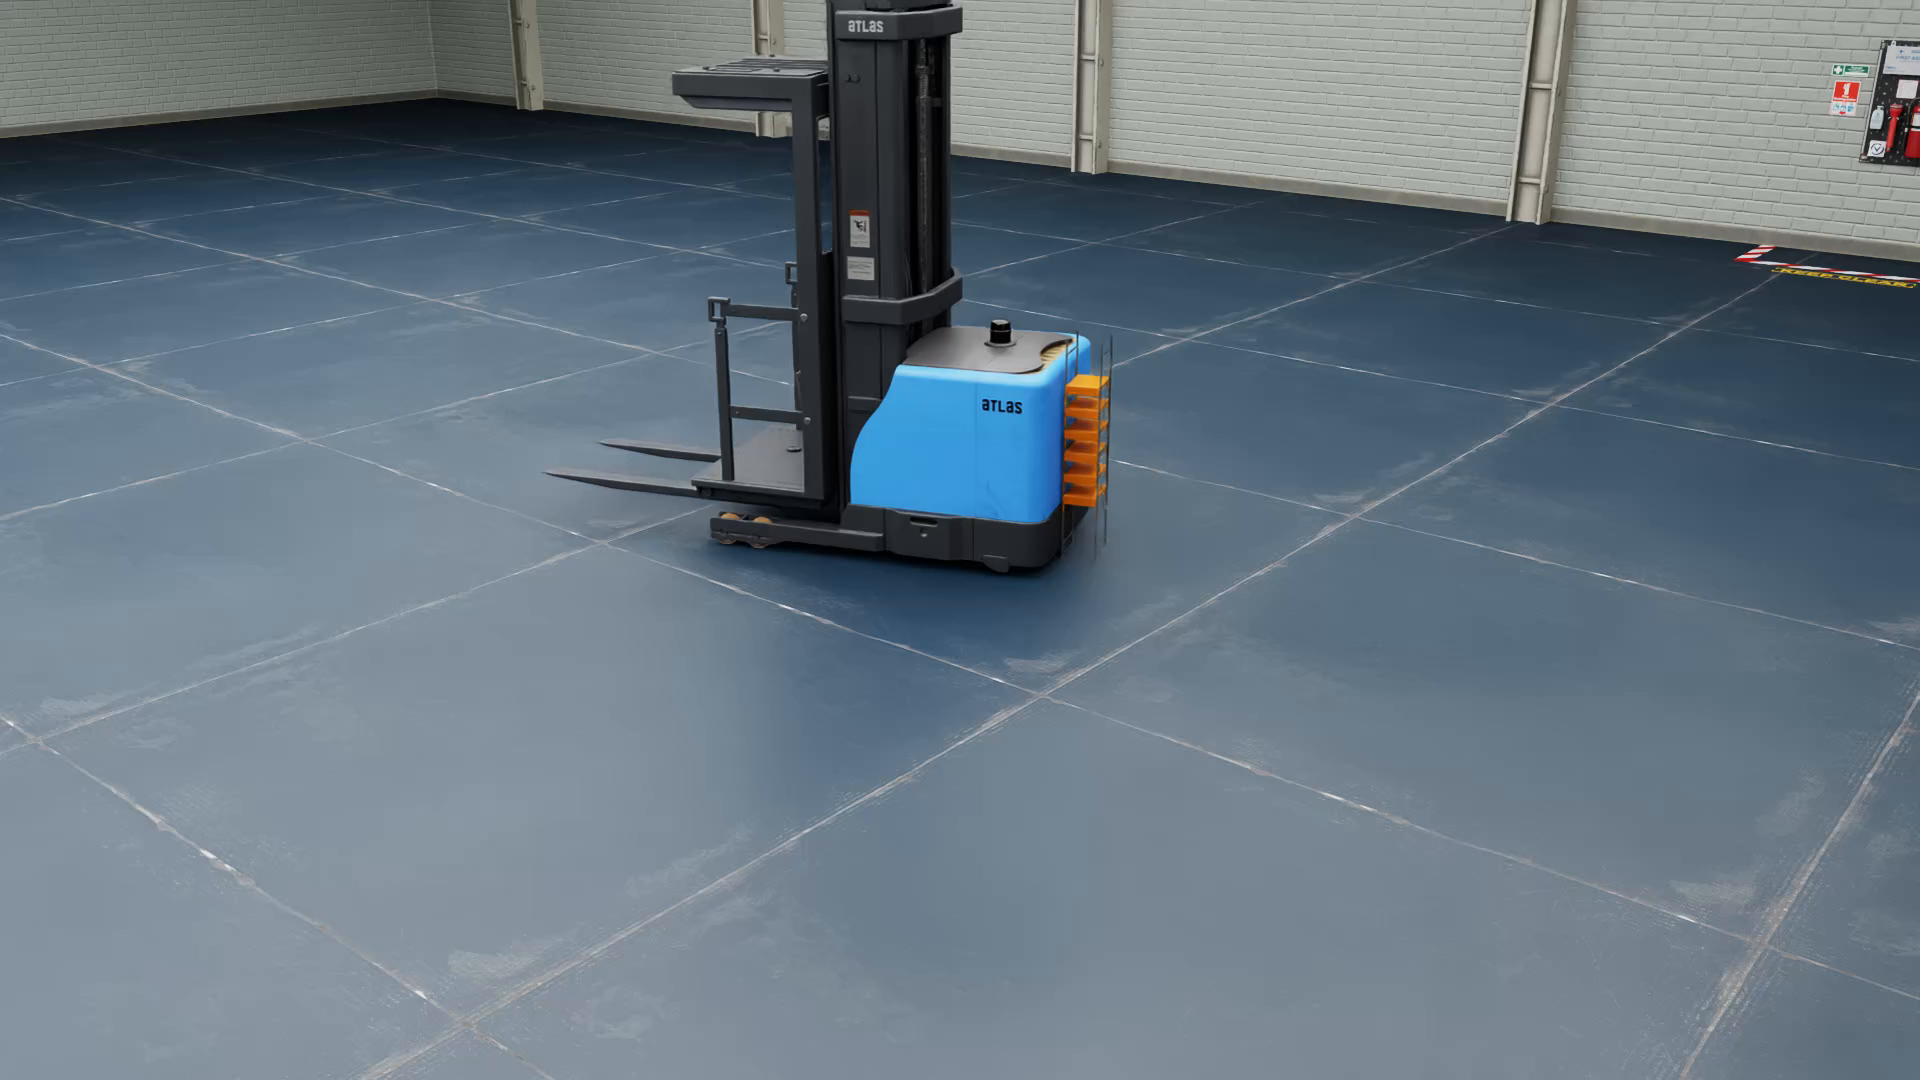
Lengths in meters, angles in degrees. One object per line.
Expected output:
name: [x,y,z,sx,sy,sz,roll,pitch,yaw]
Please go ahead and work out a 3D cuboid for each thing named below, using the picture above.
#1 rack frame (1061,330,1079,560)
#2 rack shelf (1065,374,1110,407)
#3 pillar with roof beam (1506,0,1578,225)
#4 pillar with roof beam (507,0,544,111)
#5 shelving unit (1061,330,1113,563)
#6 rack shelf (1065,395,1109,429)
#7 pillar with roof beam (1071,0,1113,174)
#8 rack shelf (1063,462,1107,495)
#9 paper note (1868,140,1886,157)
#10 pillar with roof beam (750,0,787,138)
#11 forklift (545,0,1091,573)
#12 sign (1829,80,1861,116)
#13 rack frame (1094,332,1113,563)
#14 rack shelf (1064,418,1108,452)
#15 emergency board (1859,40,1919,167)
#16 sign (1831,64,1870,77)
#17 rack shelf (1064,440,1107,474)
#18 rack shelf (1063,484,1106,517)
rack frame: [0.580,-0.497,8.786,0.006,1.200,0.240,7,22,17]
rack shelf: [0.667,-0.782,8.647,0.180,0.103,0.258,7,22,17]
pillar with roof beam: [3.657,-6.619,13.968,0.400,9.000,9.100,16,26,36]
pillar with roof beam: [-10.288,-10.635,24.618,0.400,9.000,9.100,16,26,36]
shelving unit: [0.667,-0.487,8.759,0.189,1.200,0.258,7,22,17]
rack shelf: [0.667,-0.670,8.690,0.180,0.103,0.258,7,22,17]
pillar with roof beam: [-0.991,-7.958,17.518,0.400,9.000,9.100,16,26,36]
rack shelf: [0.667,-0.333,8.817,0.180,0.103,0.258,7,22,17]
paper note: [9.044,-3.859,16.398,0.142,0.148,0.016,16,26,36]
pillar with roof beam: [-5.639,-9.297,21.068,0.400,9.000,9.100,16,26,36]
forklift: [-0.846,-1.495,8.978,3.031,2.935,1.130,7,22,17]
sign: [8.774,-4.381,16.483,0.234,0.329,0.001,16,26,36]
rack frame: [0.754,-0.477,8.732,0.006,1.200,0.240,7,22,17]
rack shelf: [0.667,-0.558,8.732,0.180,0.103,0.258,7,22,17]
emergency board: [9.137,-4.212,16.087,0.643,1.169,0.194,16,26,36]
sign: [8.772,-4.625,16.380,0.331,0.109,0.001,16,26,36]
rack shelf: [0.667,-0.445,8.774,0.180,0.103,0.258,7,22,17]
rack shelf: [0.667,-0.221,8.859,0.180,0.103,0.258,7,22,17]
